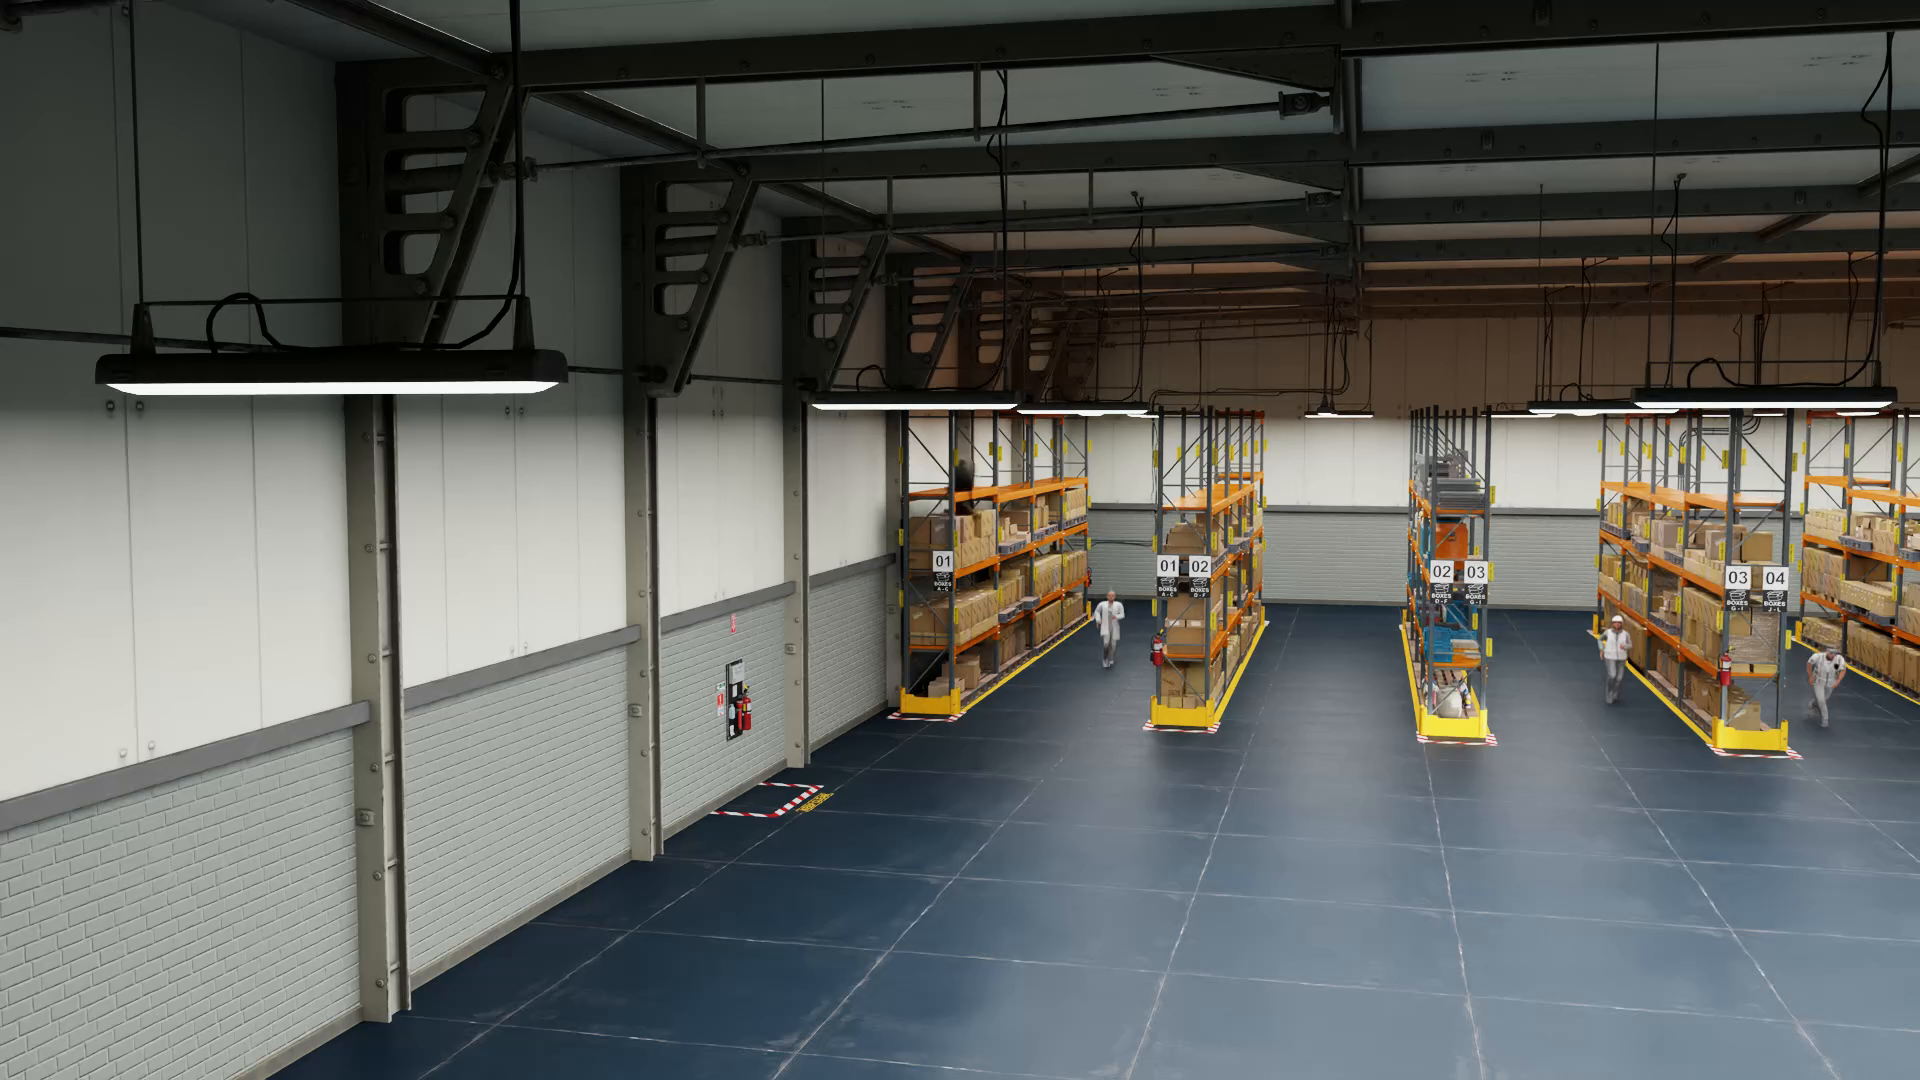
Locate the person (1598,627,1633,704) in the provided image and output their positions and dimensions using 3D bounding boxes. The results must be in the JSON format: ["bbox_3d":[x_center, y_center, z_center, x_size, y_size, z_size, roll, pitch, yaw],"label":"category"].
[{"bbox_3d":[13.291,2.540,33.723,0.605,1.567,0.664,1,4,7],"label":"person"}]

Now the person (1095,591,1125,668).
[{"bbox_3d":[3.481,2.075,38.557,0.667,1.790,0.760,0,4,0],"label":"person"}]

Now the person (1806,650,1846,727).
[{"bbox_3d":[16.327,2.710,31.445,0.654,1.550,1.078,1,4,11],"label":"person"}]
